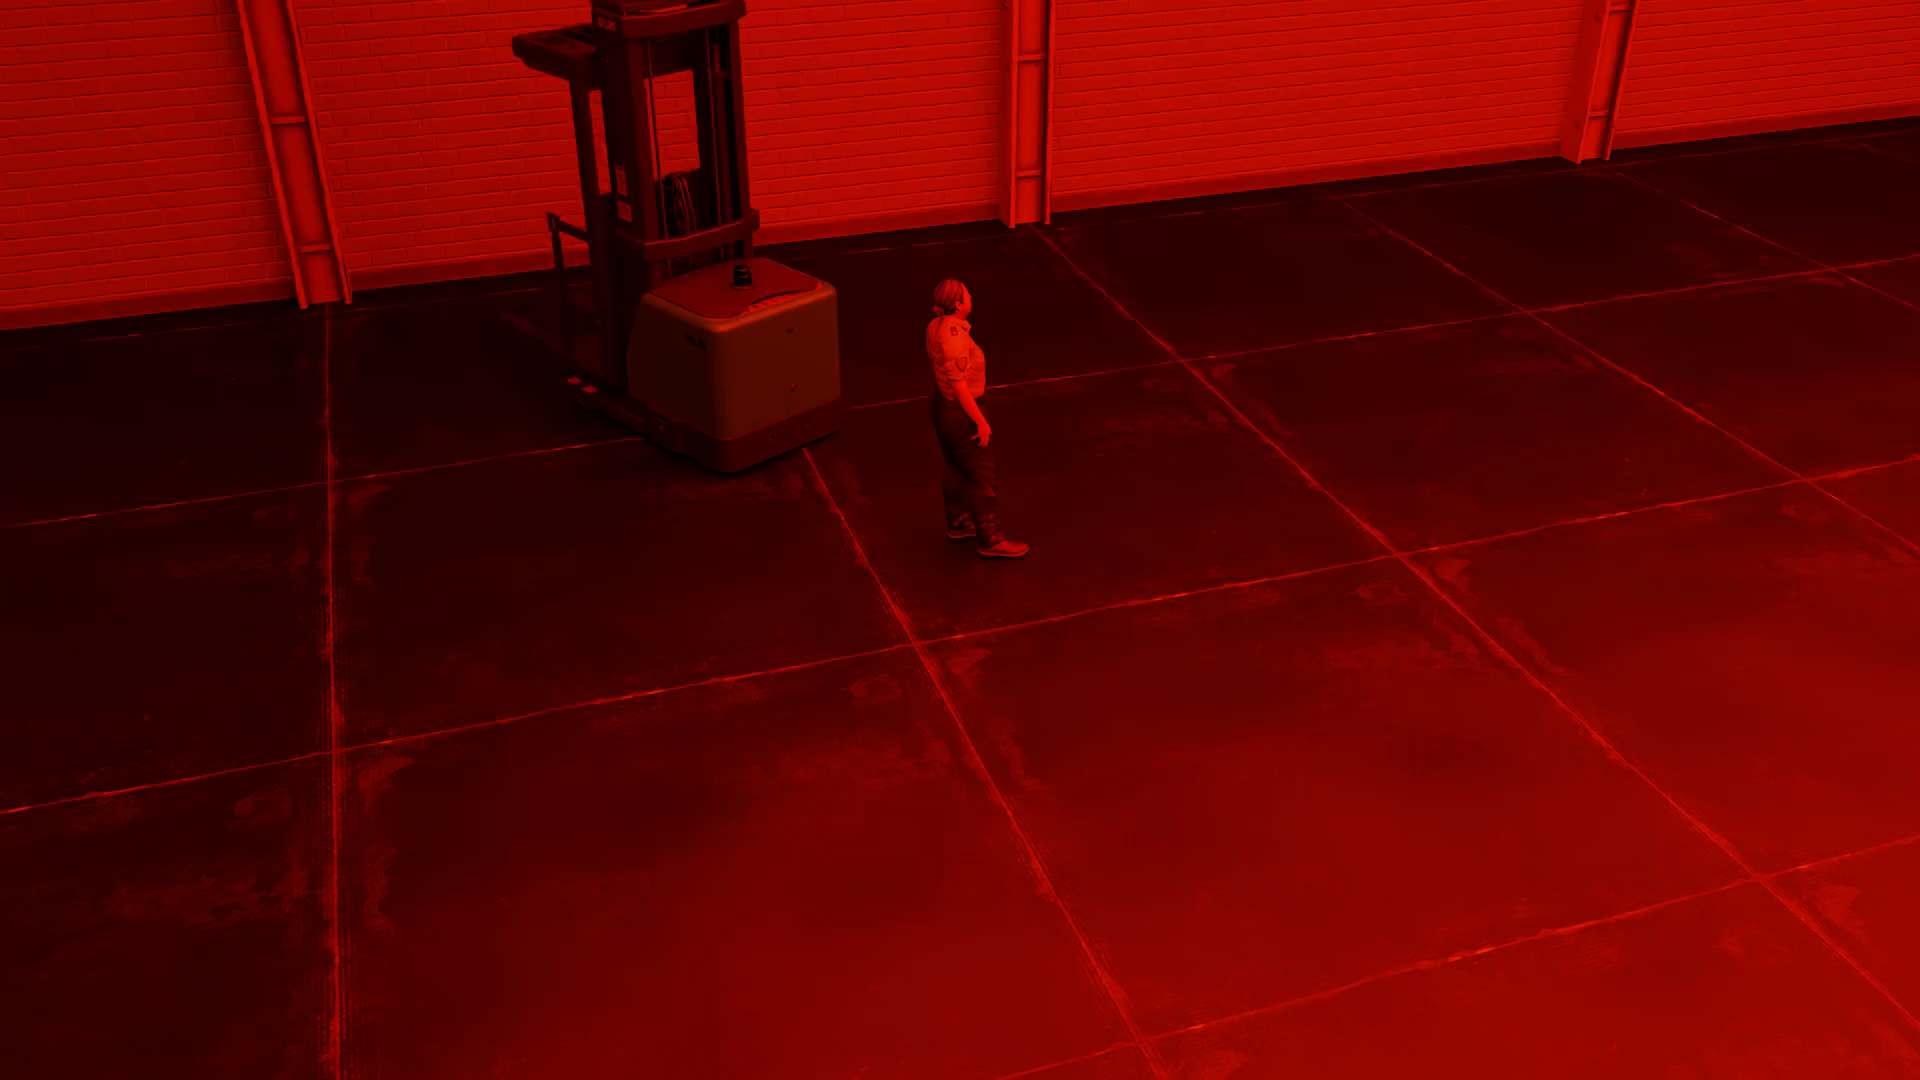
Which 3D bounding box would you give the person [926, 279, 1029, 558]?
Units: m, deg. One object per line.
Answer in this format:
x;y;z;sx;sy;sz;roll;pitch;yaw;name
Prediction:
0.093;-0.723;9.618;0.502;1.651;0.598;-10;31;-16;person

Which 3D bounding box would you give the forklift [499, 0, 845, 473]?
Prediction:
-2.170;-2.338;11.150;1.130;2.935;3.031;-26;39;-37;forklift
